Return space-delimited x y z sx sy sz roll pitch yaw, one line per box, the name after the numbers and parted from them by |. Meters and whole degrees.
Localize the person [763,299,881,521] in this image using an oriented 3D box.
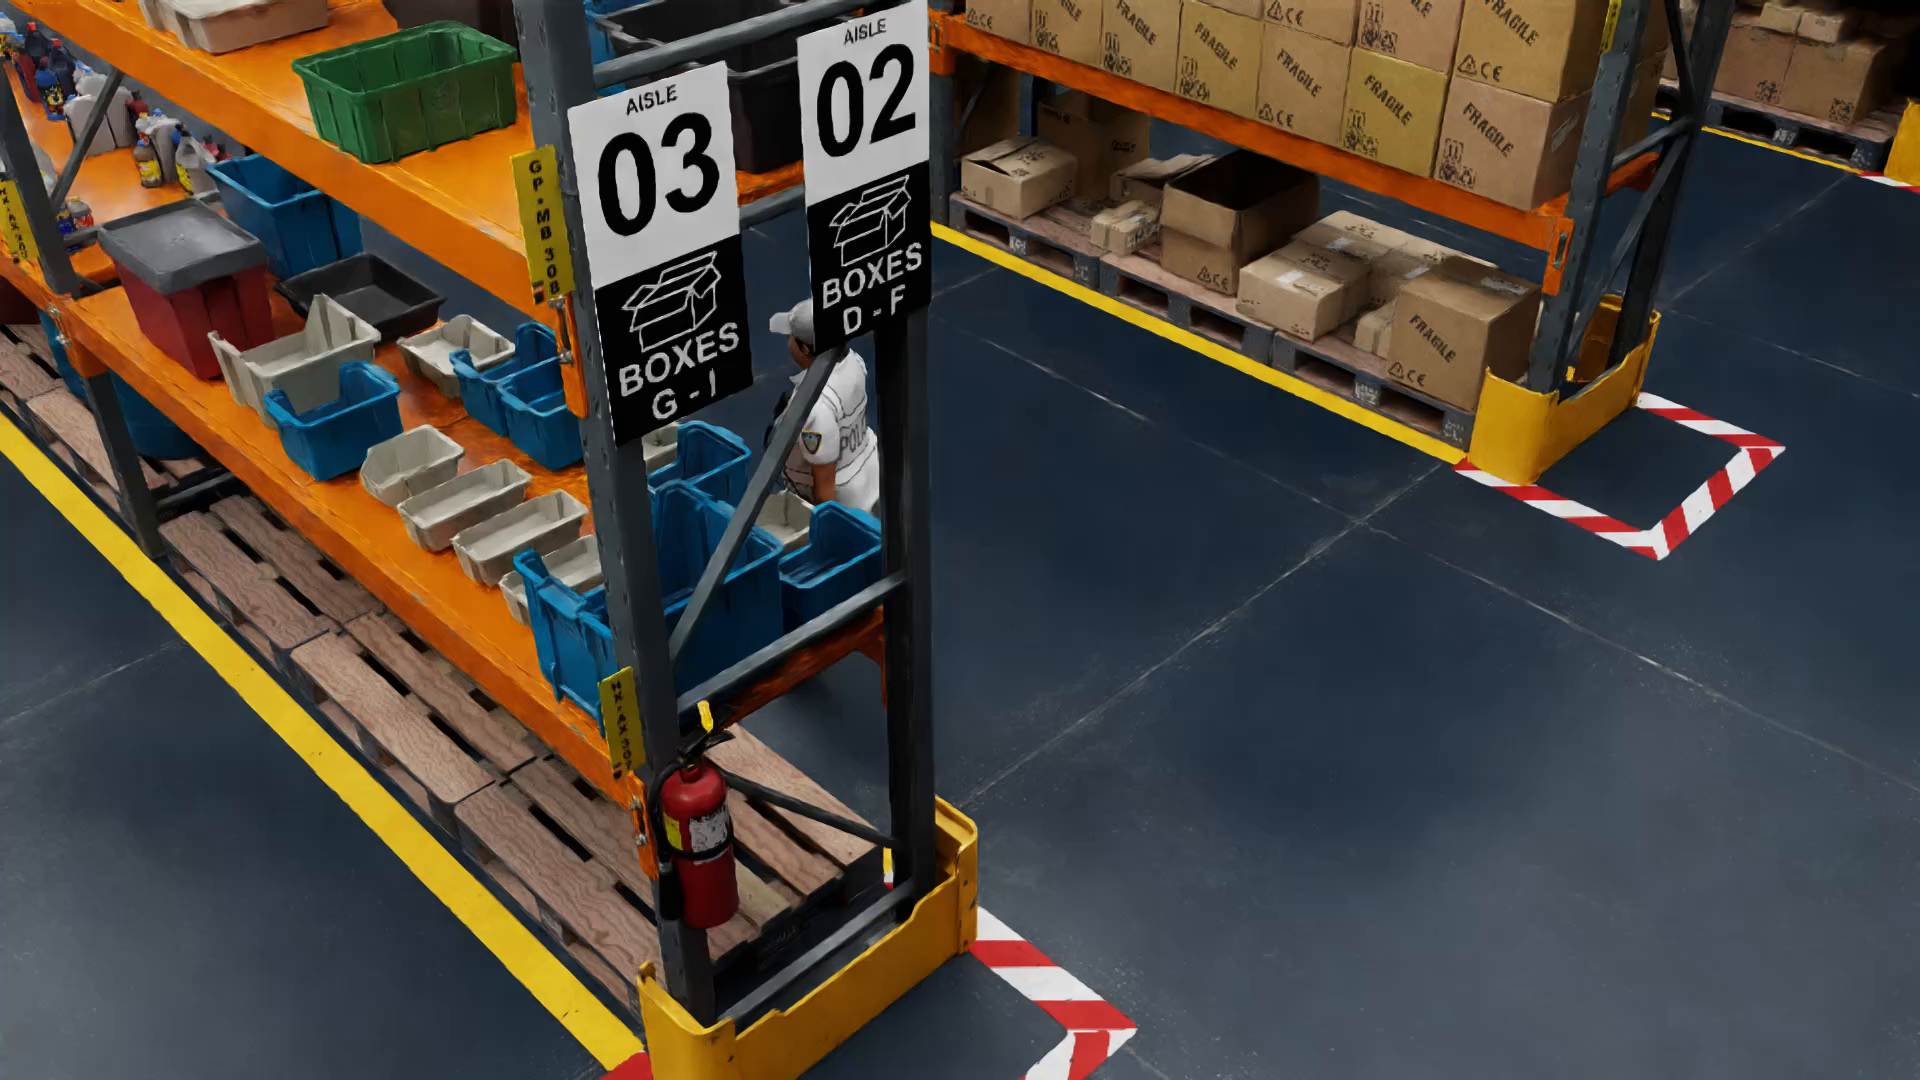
-0.554 -0.177 6.385 0.826 1.644 0.604 12 37 17 | person
